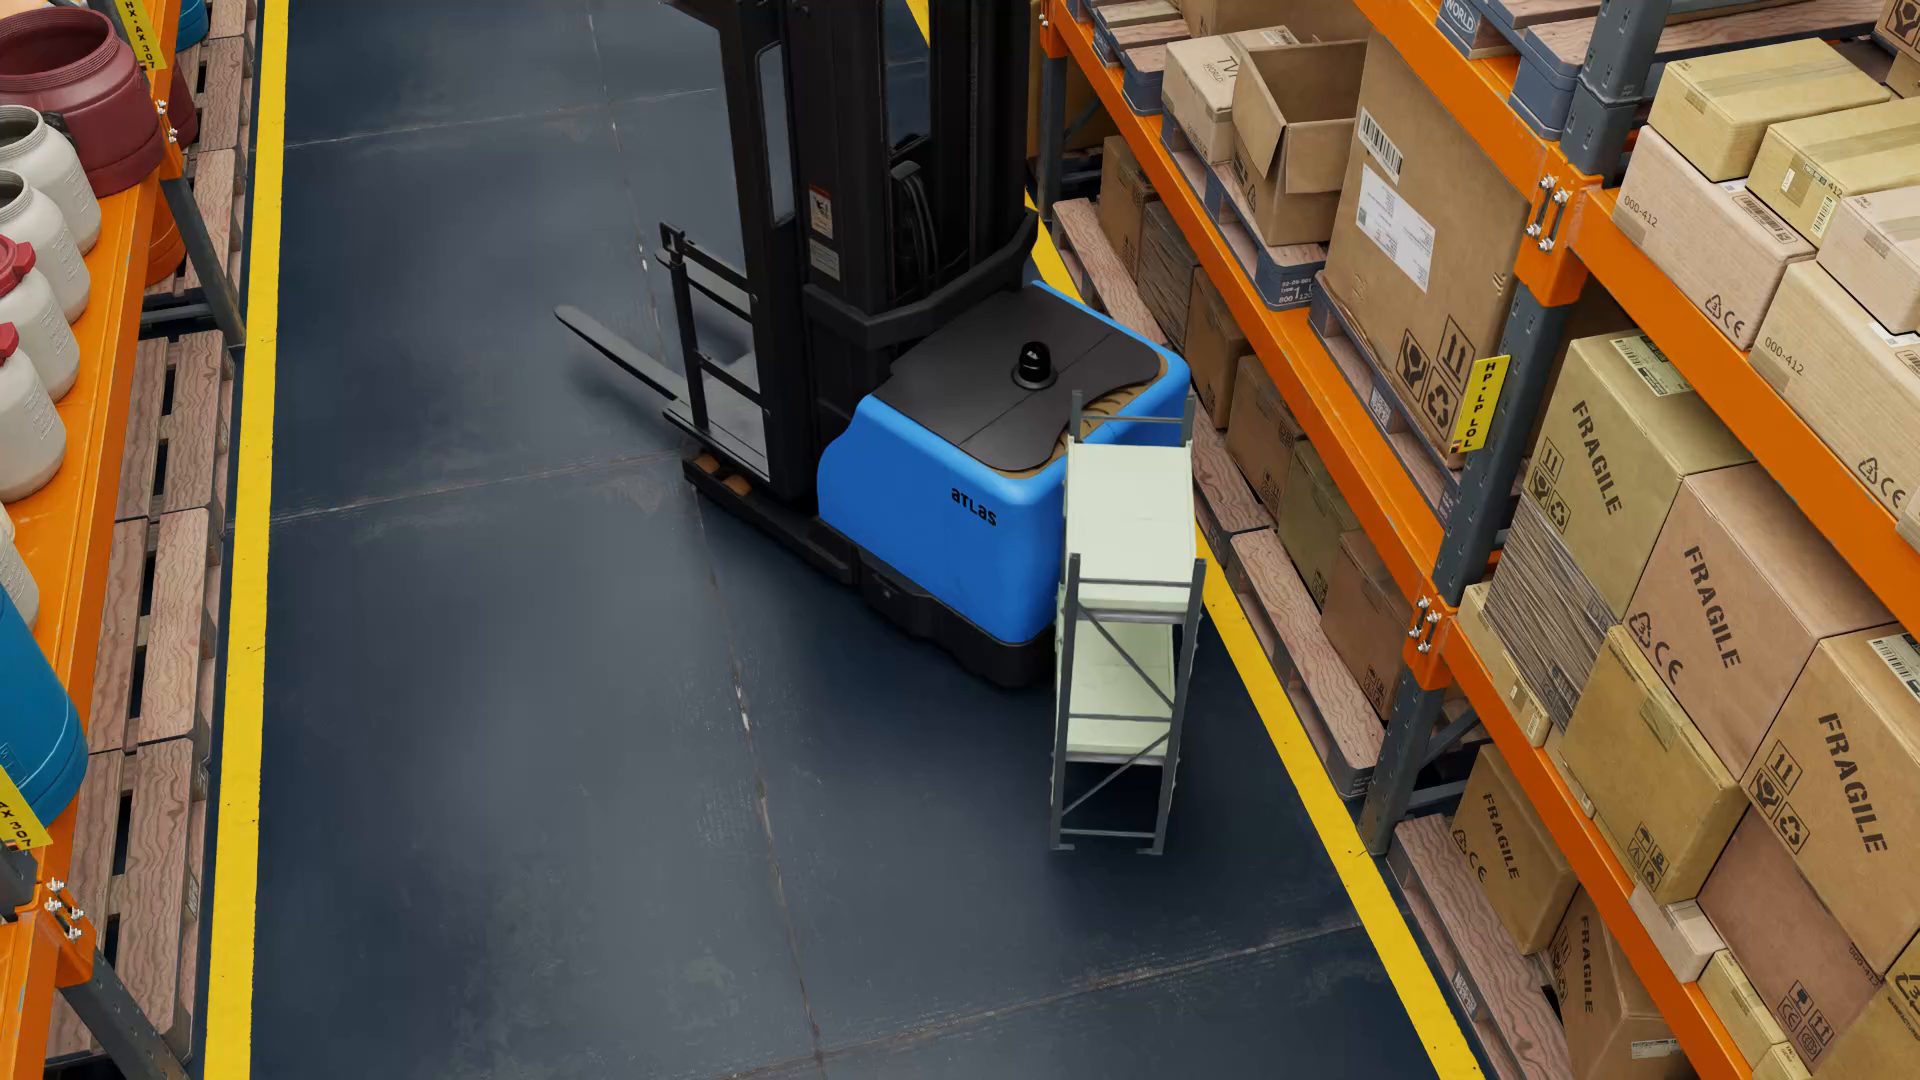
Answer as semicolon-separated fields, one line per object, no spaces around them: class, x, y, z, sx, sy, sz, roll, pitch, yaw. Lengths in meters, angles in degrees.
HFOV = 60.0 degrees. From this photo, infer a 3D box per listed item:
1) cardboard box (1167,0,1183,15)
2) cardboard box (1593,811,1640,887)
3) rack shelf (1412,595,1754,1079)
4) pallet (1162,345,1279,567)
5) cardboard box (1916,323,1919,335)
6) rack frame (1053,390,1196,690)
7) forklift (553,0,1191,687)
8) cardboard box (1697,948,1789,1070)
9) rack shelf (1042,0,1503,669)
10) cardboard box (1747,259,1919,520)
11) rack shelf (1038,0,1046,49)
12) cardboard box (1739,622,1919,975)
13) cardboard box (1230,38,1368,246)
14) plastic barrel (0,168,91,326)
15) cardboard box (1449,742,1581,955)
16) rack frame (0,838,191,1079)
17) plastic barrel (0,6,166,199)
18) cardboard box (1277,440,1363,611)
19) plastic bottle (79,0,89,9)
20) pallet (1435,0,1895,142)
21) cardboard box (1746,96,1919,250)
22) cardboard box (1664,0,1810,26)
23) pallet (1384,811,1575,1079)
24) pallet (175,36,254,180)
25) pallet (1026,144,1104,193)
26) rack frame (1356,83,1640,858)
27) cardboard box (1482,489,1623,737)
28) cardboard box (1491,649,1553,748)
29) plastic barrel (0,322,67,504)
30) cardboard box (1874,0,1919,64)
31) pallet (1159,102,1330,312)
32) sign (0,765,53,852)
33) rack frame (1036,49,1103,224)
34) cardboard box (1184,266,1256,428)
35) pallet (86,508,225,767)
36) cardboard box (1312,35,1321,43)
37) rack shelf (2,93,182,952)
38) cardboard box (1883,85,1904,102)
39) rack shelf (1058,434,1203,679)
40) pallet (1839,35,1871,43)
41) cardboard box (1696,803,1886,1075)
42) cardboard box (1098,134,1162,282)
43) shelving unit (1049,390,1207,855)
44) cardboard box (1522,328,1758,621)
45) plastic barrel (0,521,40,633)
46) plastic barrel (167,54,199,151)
cardboard box;1.076;-2.636;7.120;0.500;0.500;0.500;-16;48;-15
cardboard box;1.902;0.747;4.344;0.380;0.149;0.250;-11;47;-10
rack shelf;2.435;1.575;3.861;1.077;0.370;4.000;-11;47;-10
pallet;1.406;-0.463;7.307;1.003;0.211;1.213;-11;47;-10
cardboard box;1.995;-0.390;3.008;0.380;0.149;0.250;-9;46;-9
rack frame;0.561;0.056;5.896;0.400;1.500;0.023;2;46;2
forklift;-0.553;-1.387;6.308;3.031;2.935;1.130;33;54;28
cardboard box;2.031;1.092;4.006;0.380;0.149;0.250;-11;47;-10
rack shelf;1.411;-1.187;6.567;1.077;0.370;4.000;-11;47;-10
cardboard box;1.931;-0.333;3.232;0.500;0.250;0.500;-11;47;-11
rack shelf;0.387;-3.948;9.274;1.077;0.370;4.000;-11;47;-10
cardboard box;2.049;0.501;3.432;0.500;0.500;0.500;-11;47;-10
cardboard box;1.390;-1.421;5.927;0.797;0.503;0.637;-6;46;-6
plastic barrel;-3.312;-0.991;5.793;0.421;0.512;0.421;0;46;0
cardboard box;1.986;0.954;5.422;0.500;0.500;0.500;-12;47;-12
rack frame;-2.862;0.847;4.070;0.949;2.616;0.053;-11;47;-10
plastic barrel;-3.478;-1.696;6.468;0.600;0.536;0.708;-11;47;-10
cardboard box;1.682;-0.097;6.438;0.700;0.500;0.500;-11;47;-11
plastic bottle;-3.688;-2.228;7.171;0.152;0.276;0.135;-11;47;-10
pallet;1.868;-1.488;4.390;1.213;0.211;1.003;-11;47;-10
cardboard box;1.842;-0.743;3.354;0.380;0.149;0.250;-13;47;-12
cardboard box;1.898;-1.633;4.035;0.797;0.503;0.637;-13;47;-12
pallet;2.129;1.375;5.505;1.003;0.211;1.213;-11;47;-10
pallet;-4.440;-2.315;9.122;1.003;0.211;1.213;-11;47;-10
pallet;0.770;-2.401;9.206;1.003;0.211;1.213;-11;47;-10
rack frame;1.923;-0.058;4.957;1.000;3.000;0.127;-11;47;-10
cardboard box;1.978;0.125;4.500;0.875;0.500;0.500;-11;47;-10
cardboard box;1.738;0.409;4.676;0.380;0.149;0.250;-11;47;-10
plastic barrel;-3.086;-0.407;5.204;0.433;0.535;0.433;0;46;0
cardboard box;2.284;-1.158;3.306;0.500;0.500;0.500;-12;47;-11
pallet;1.445;-1.393;6.400;1.003;0.211;1.213;-11;47;-10
sign;-2.331;0.658;4.062;0.100;0.325;0.005;-11;47;-10
rack frame;0.899;-2.819;7.664;1.000;3.000;0.127;-11;47;-10
cardboard box;1.396;-0.869;7.194;0.700;0.500;0.500;-7;46;-7
pallet;-3.420;0.445;6.417;1.003;0.211;1.213;-11;47;-10
cardboard box;1.587;-1.817;6.482;0.396;0.266;0.258;-12;47;-11
rack shelf;-3.377;-0.281;5.680;1.077;0.370;4.000;-11;47;-10
cardboard box;2.292;-0.788;3.678;0.500;0.250;0.500;-9;46;-9
rack shelf;0.540;0.044;5.361;0.431;0.370;0.720;2;46;2
pallet;5.521;-3.220;10.009;1.003;0.211;1.213;-11;47;-10
cardboard box;2.297;0.804;3.835;0.875;0.500;0.500;-11;47;-10
cardboard box;1.089;-1.640;7.949;0.700;0.500;0.500;-13;47;-12
shelving unit;0.540;0.317;5.640;0.431;1.500;0.755;2;46;2
cardboard box;1.792;-0.190;4.108;0.500;0.500;0.500;-11;47;-10
plastic barrel;-2.898;0.100;4.708;0.433;0.535;0.433;0;46;0
plastic barrel;-4.320;-2.331;8.579;0.600;0.588;0.708;-11;47;-10
